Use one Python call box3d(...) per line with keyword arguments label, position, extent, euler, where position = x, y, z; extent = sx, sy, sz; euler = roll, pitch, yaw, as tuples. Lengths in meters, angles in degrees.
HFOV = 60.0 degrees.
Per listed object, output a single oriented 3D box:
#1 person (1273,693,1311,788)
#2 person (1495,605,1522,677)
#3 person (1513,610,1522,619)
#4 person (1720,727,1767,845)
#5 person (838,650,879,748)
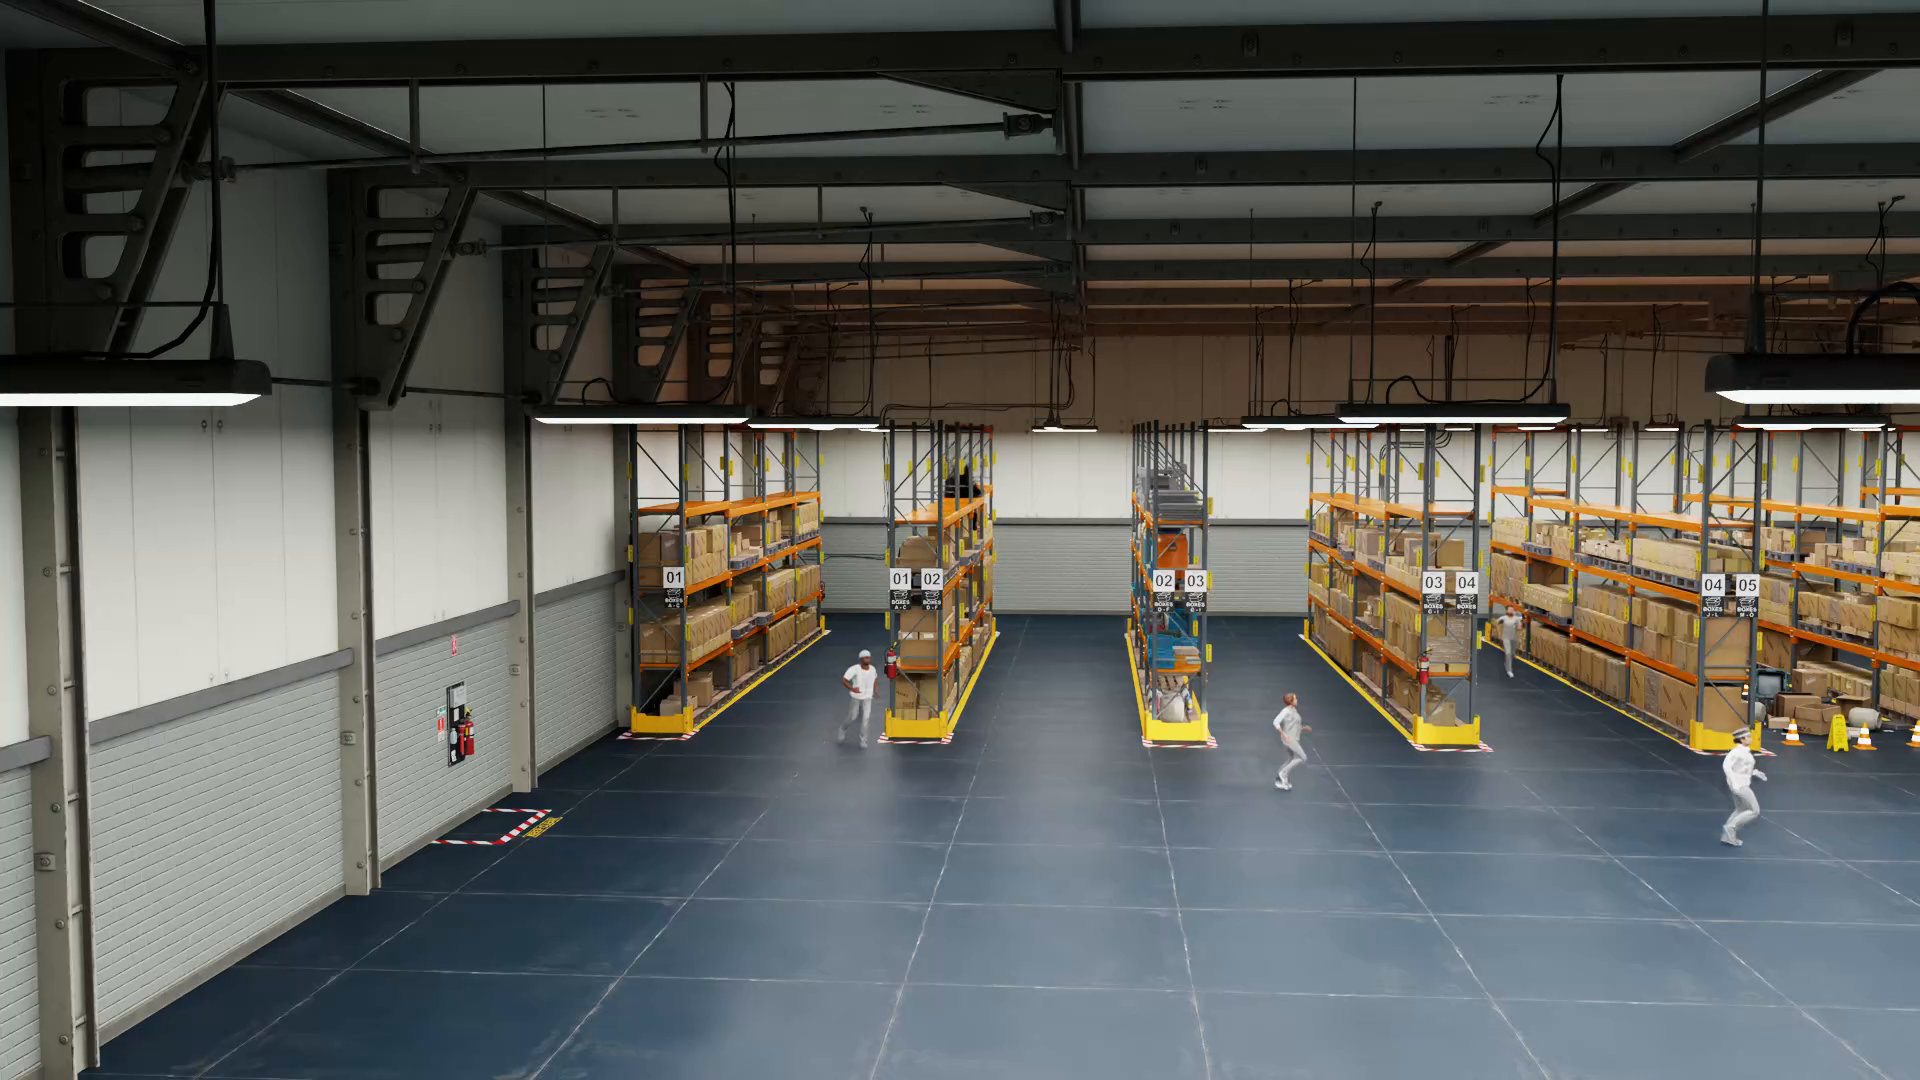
box3d(label="person", position=(5.351, 3.234, 26.753), extent=(0.596, 1.562, 0.515), euler=(2, 4, 23))
box3d(label="person", position=(13.034, 2.364, 39.451), extent=(0.561, 1.658, 0.967), euler=(0, 4, 2))
box3d(label="person", position=(15.894, 1.847, 47.439), extent=(0.682, 1.735, 0.686), euler=(0, 4, 7))
box3d(label="person", position=(10.915, 3.421, 23.146), extent=(0.567, 1.661, 0.623), euler=(2, 4, 28))
box3d(label="person", position=(-1.789, 2.904, 30.602), extent=(0.761, 1.729, 0.971), euler=(-2, 4, -27))
